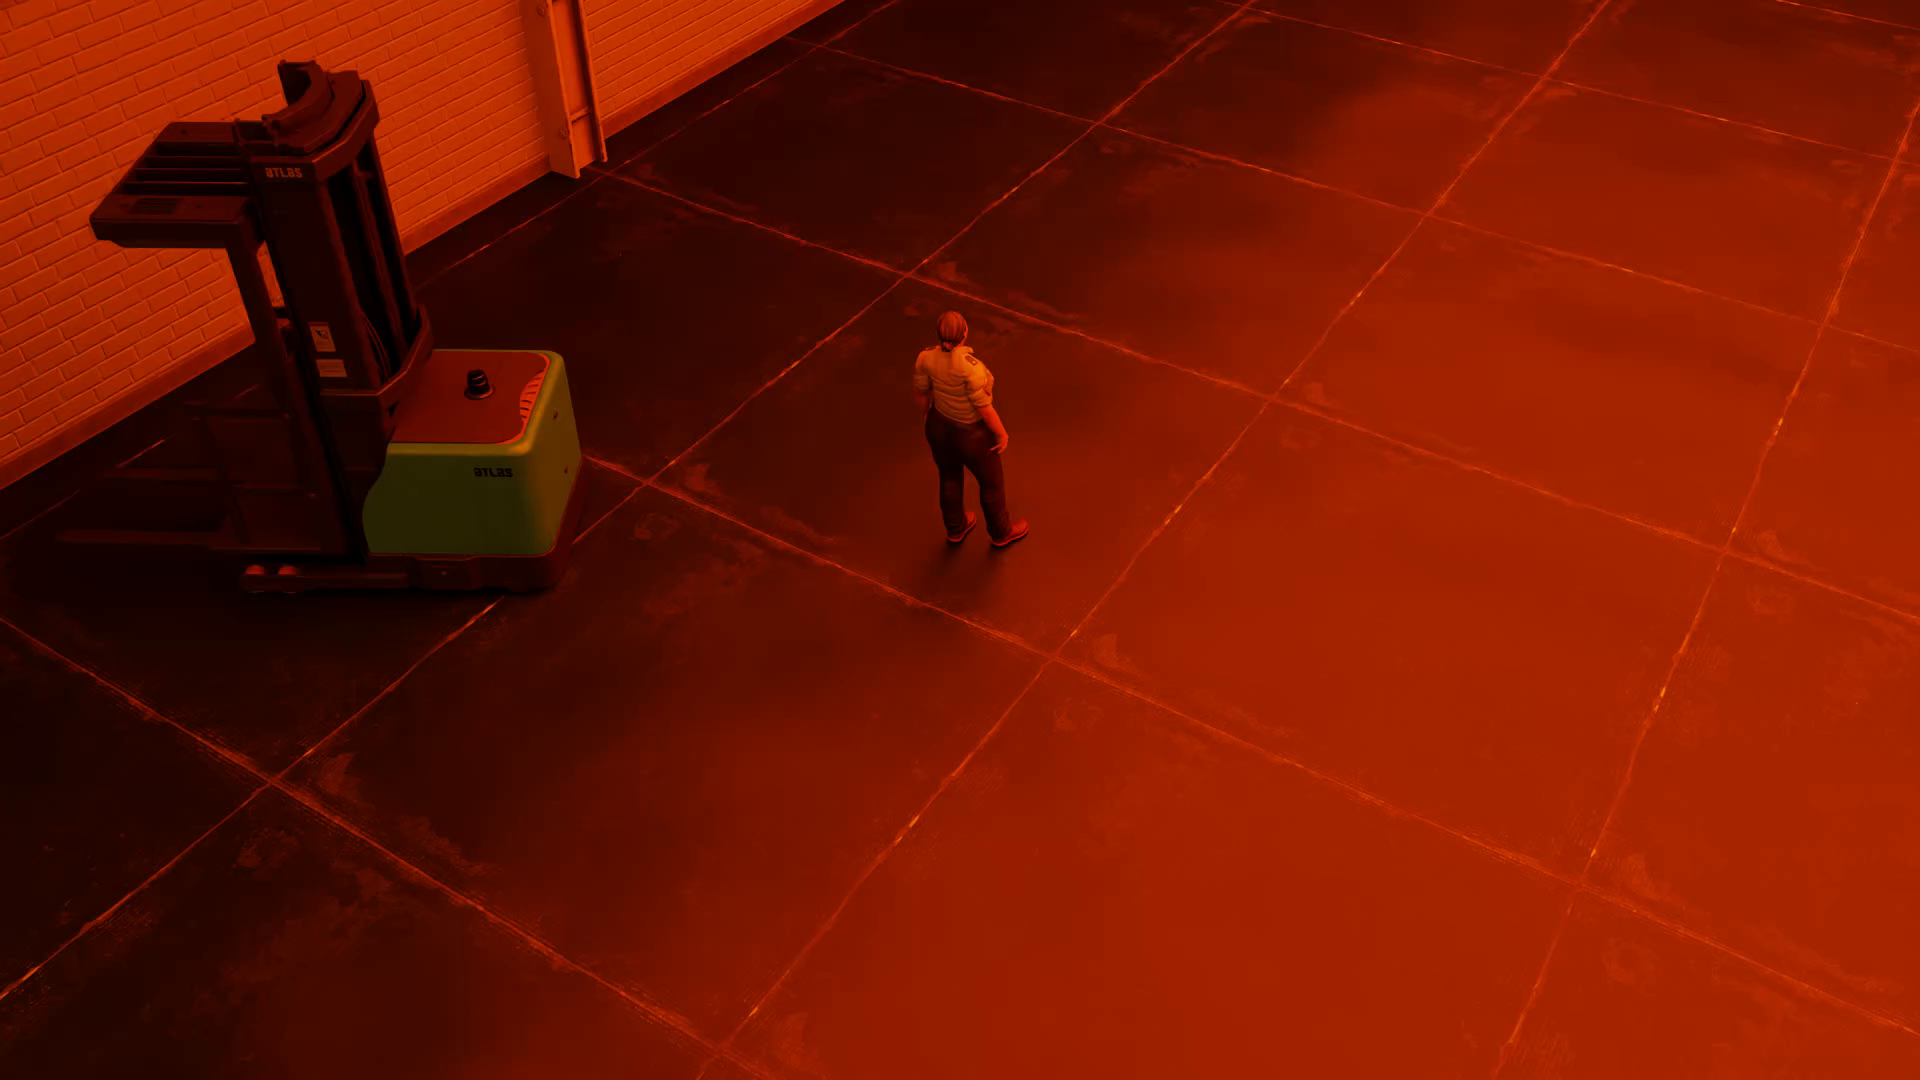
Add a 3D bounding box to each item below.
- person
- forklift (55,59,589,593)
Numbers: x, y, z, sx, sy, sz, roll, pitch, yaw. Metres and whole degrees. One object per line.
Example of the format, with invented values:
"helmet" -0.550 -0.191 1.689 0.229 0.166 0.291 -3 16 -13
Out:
"person" 0.068 -0.675 9.746 0.598 1.651 0.502 22 45 24
"forklift" -3.868 -1.143 9.316 3.031 2.935 1.130 1 40 1
